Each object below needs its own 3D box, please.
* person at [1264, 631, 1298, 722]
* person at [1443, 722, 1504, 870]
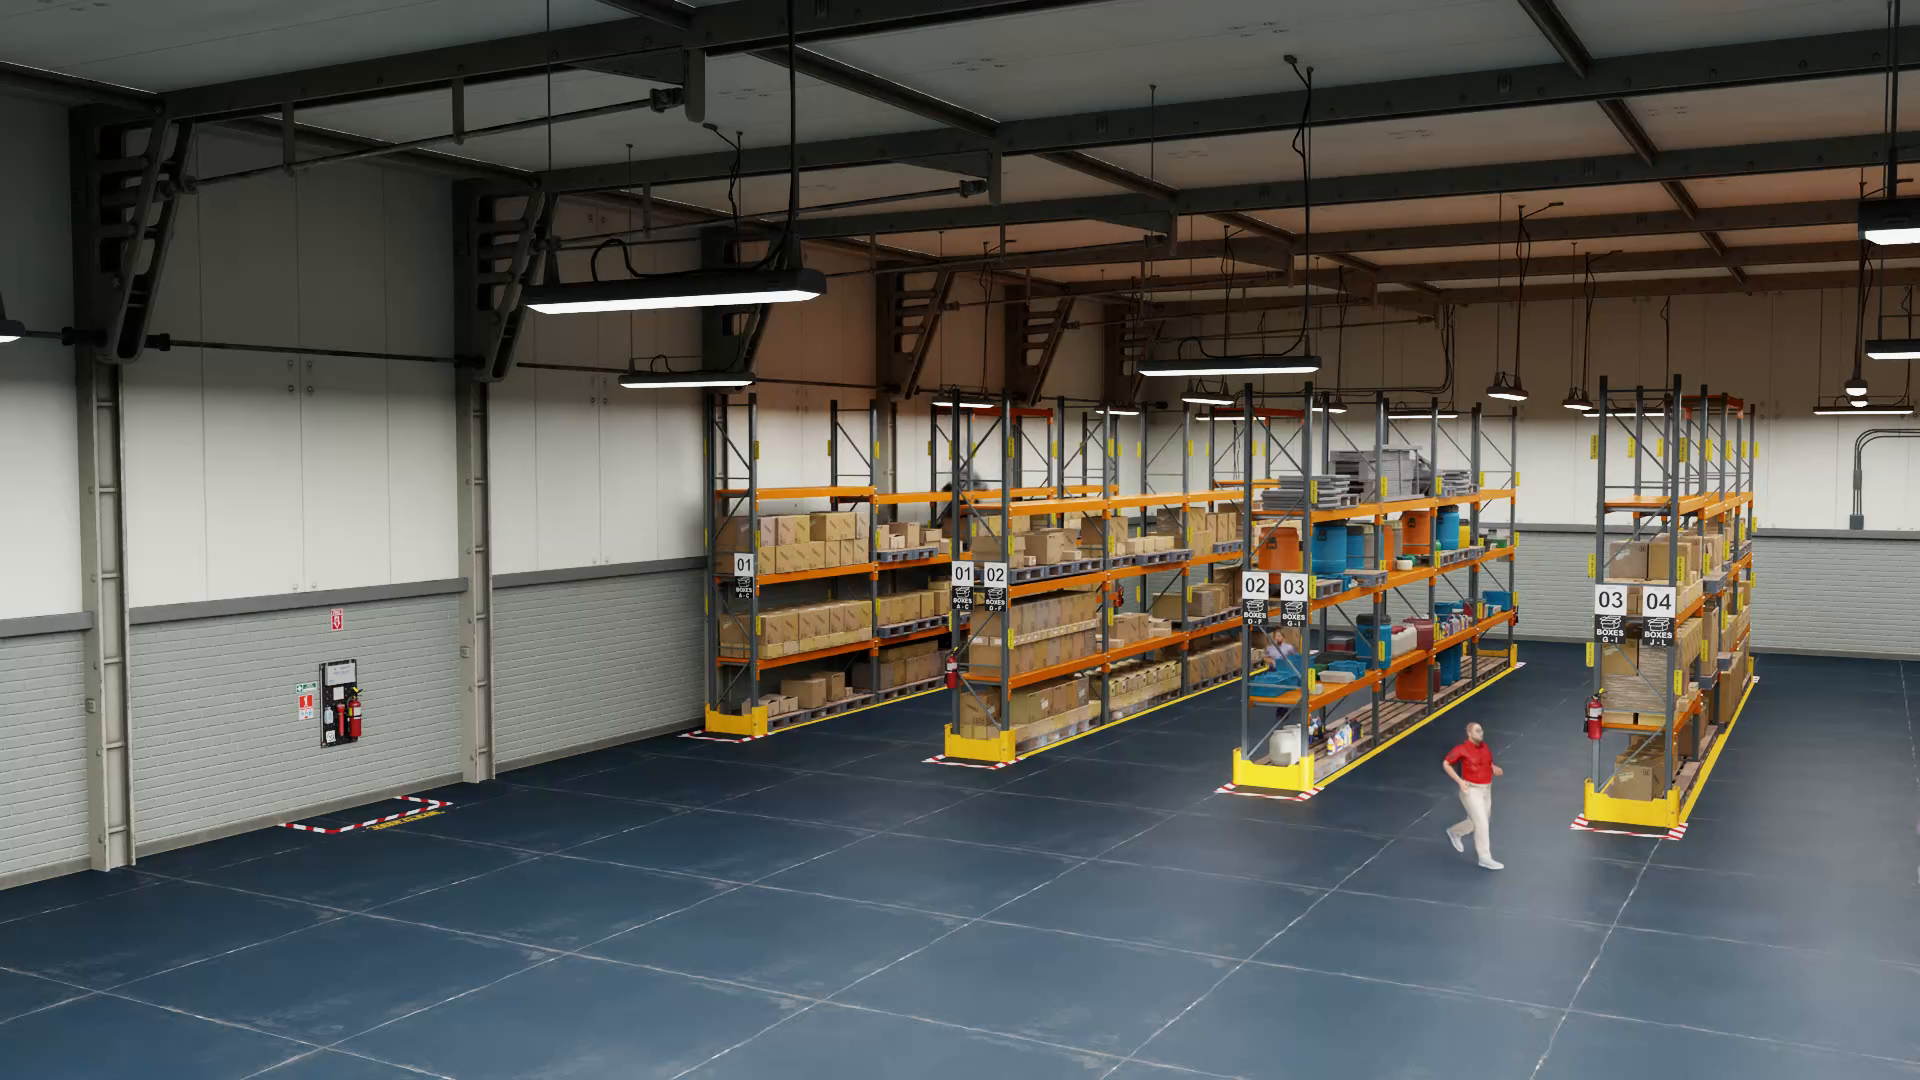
[{"bbox_3d":[5.921,2.533,30.793,0.576,1.682,0.716,2,4,29],"label":"person"},{"bbox_3d":[6.213,3.050,20.104,0.673,1.699,0.944,-2,4,-33],"label":"person"}]
